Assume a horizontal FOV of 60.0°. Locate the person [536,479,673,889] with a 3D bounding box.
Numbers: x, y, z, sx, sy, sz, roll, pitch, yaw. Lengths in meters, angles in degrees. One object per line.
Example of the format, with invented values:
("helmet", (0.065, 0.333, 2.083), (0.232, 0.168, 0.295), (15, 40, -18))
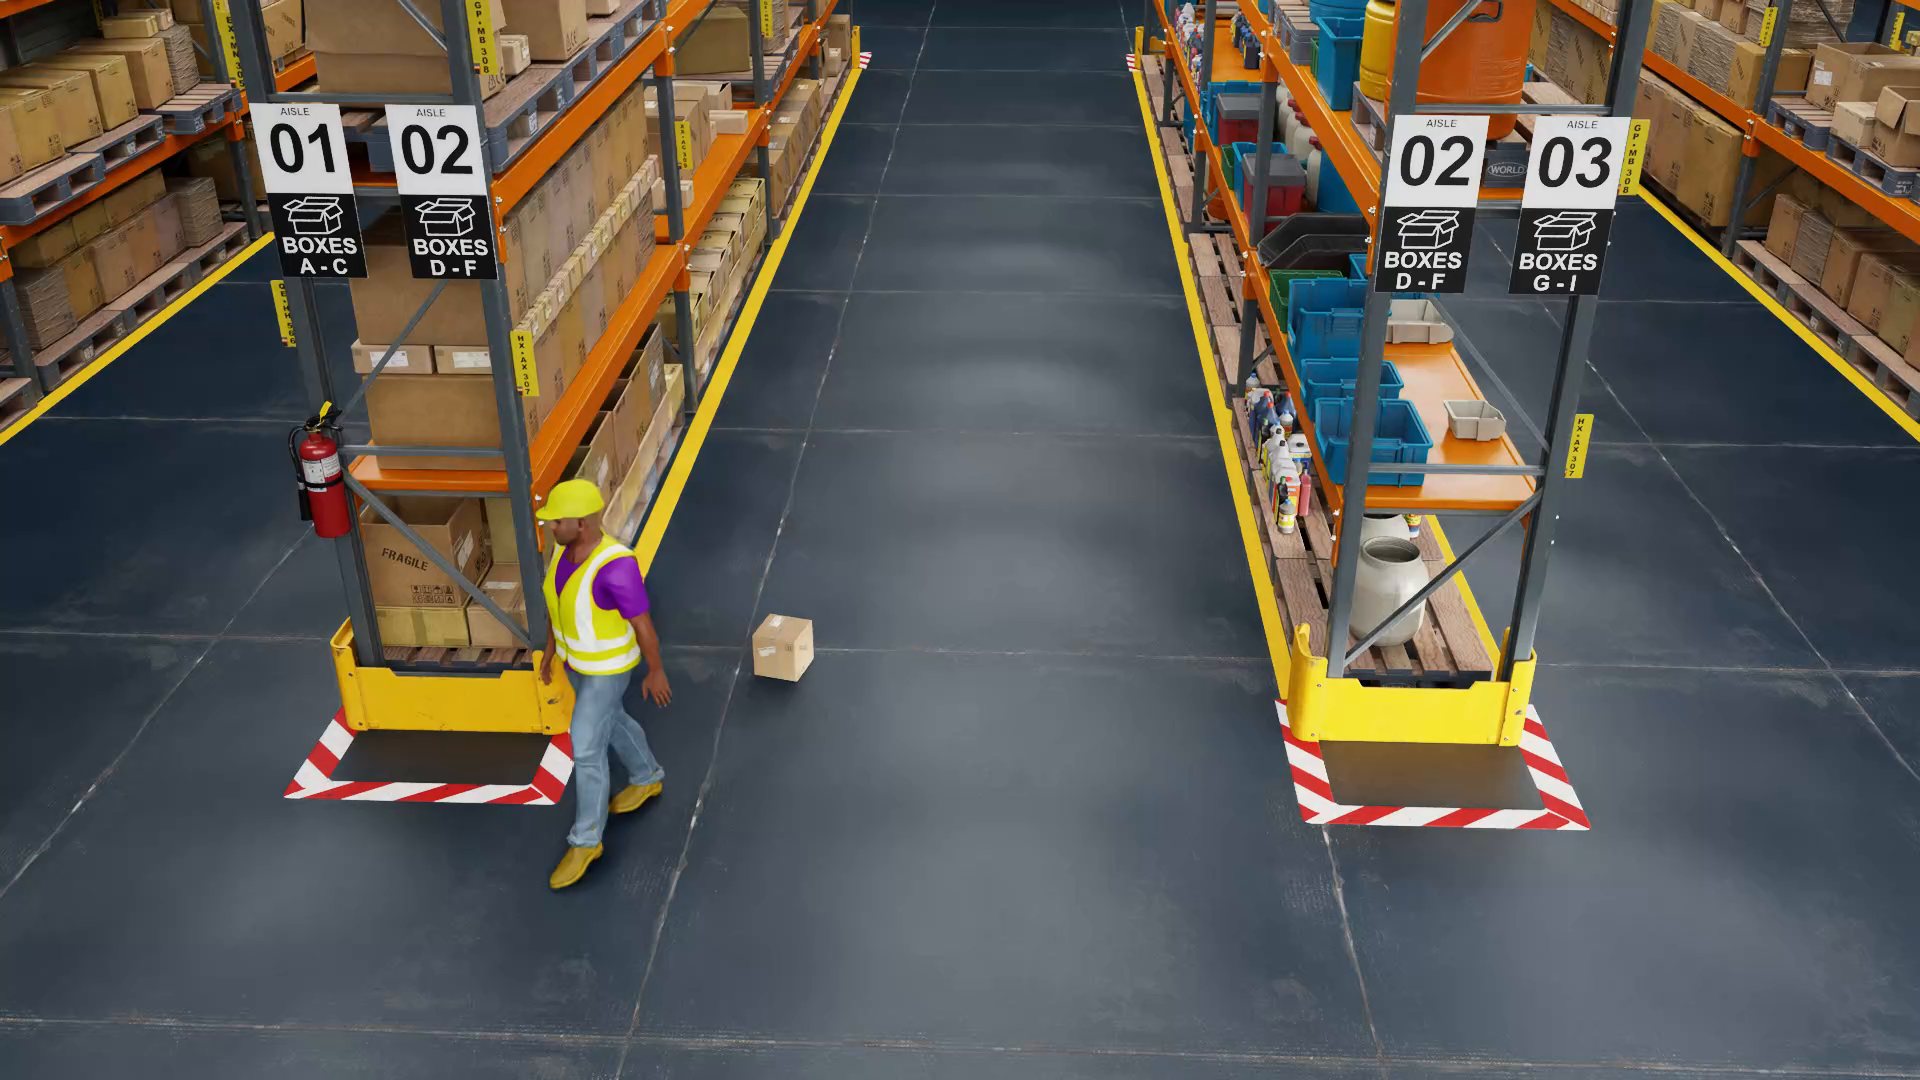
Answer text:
("person", (-1.716, 0.580, 7.481), (0.807, 1.749, 0.648), (-23, 36, -37))
